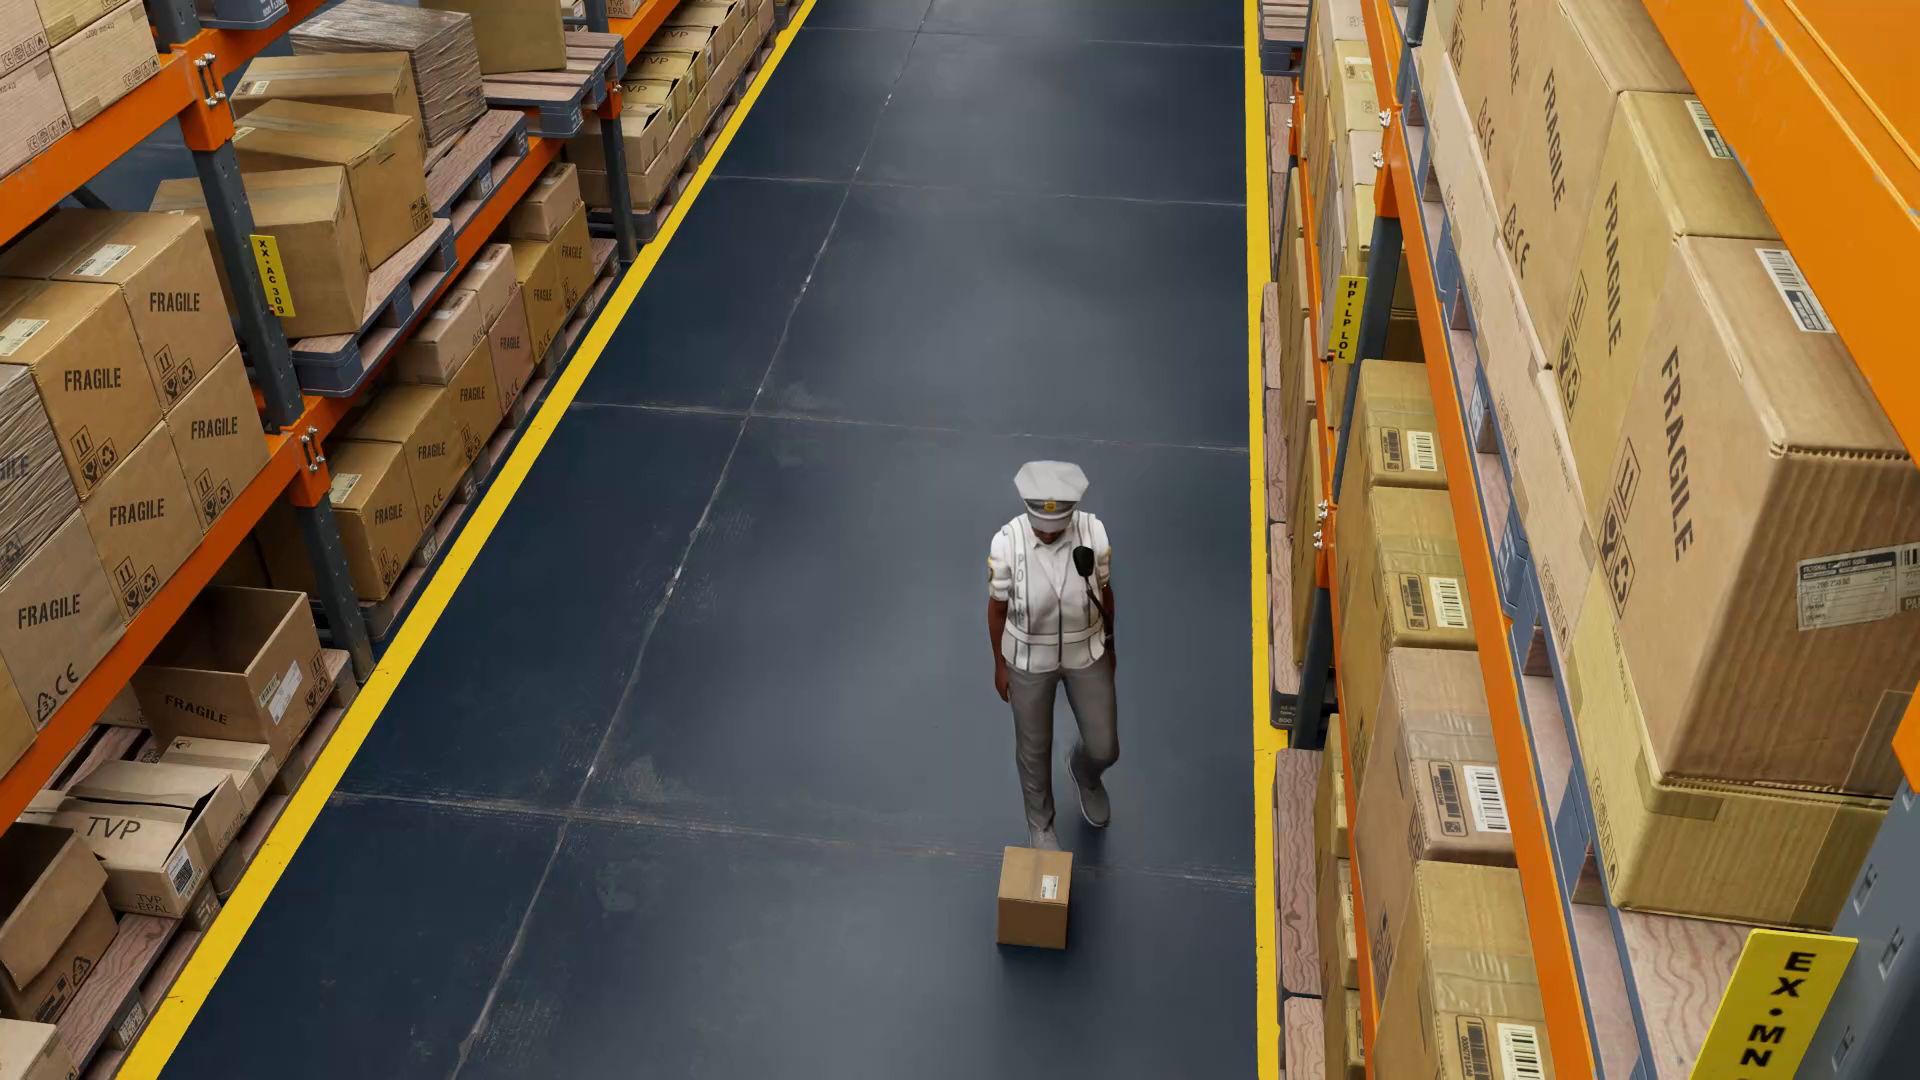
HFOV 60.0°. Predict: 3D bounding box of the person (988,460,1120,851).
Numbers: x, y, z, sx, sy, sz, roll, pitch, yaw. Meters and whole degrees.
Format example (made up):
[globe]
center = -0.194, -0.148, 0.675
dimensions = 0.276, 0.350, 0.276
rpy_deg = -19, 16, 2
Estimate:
[person]
center = 0.353, 0.467, 5.998
dimensions = 0.495, 1.682, 0.472
rpy_deg = -3, 36, -4
